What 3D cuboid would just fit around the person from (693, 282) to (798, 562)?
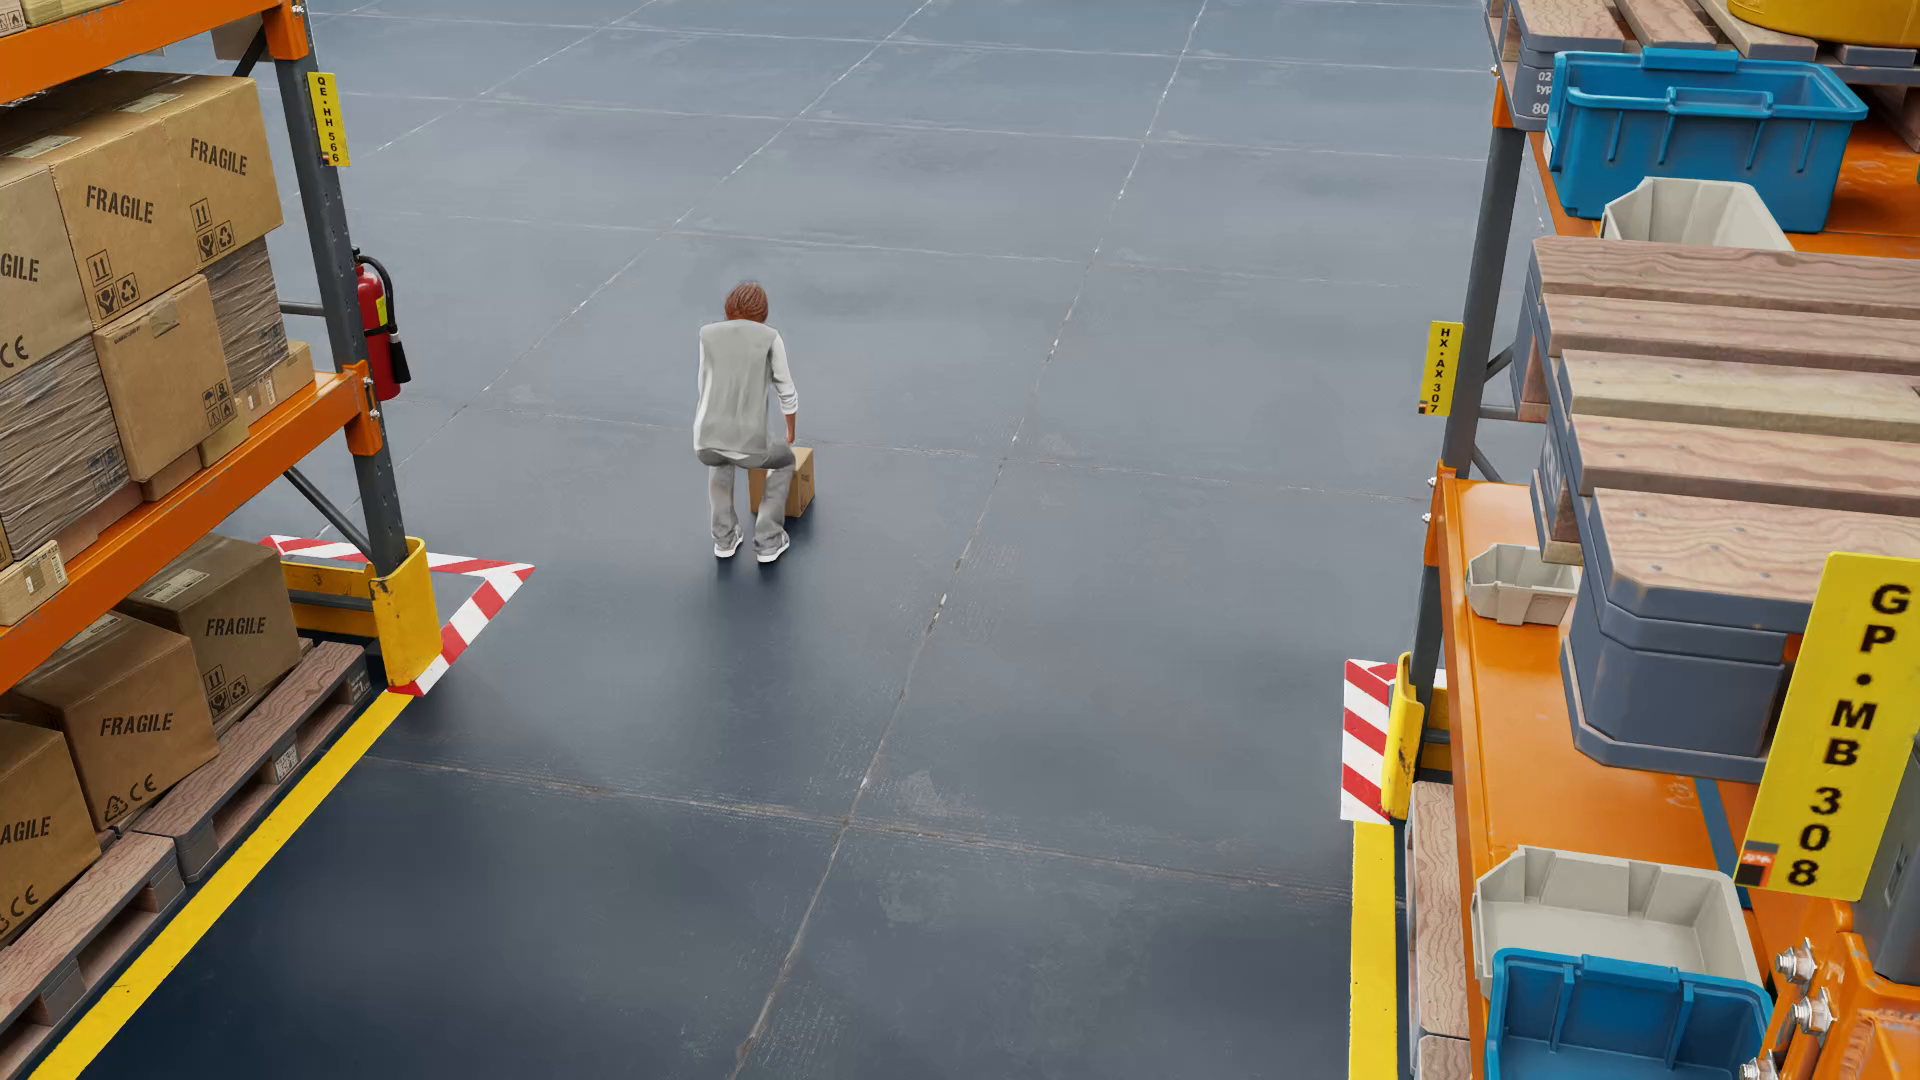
[{"bbox_3d":[-0.988,-0.493,7.464,0.463,1.167,0.714,6,30,11],"label":"person"}]
